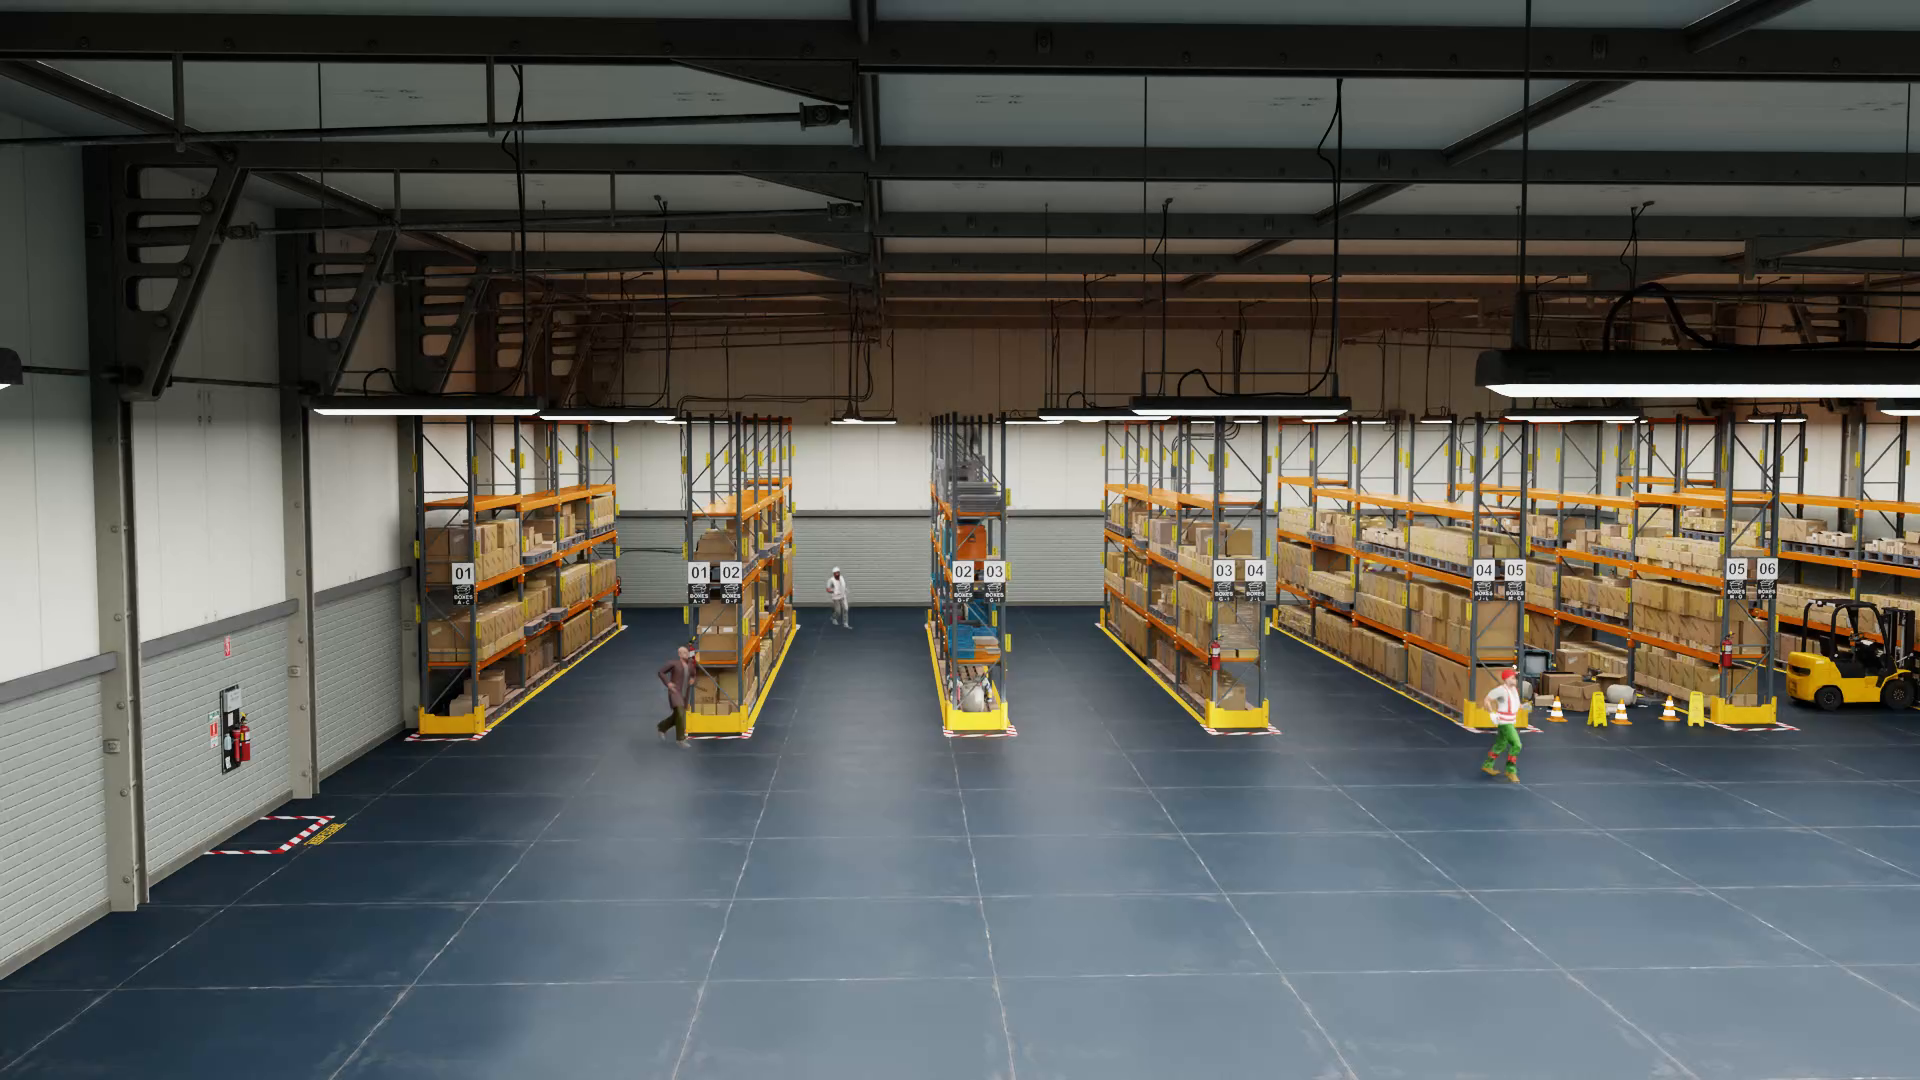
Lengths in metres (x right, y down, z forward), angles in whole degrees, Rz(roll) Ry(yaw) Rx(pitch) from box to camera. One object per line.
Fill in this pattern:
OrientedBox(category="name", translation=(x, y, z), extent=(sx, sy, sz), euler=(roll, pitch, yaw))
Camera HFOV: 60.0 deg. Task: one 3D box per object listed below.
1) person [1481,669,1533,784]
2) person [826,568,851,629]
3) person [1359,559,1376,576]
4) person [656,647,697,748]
OrientedBox(category="person", translation=(8.849, 2.997, 26.944), extent=(0.796, 1.835, 0.637), euler=(3, 5, 37))
OrientedBox(category="person", translation=(-3.494, 1.654, 47.205), extent=(0.729, 1.743, 0.832), euler=(-3, 5, -41))
OrientedBox(category="person", translation=(12.187, 1.444, 50.062), extent=(0.693, 1.794, 0.678), euler=(-1, 4, -18))
OrientedBox(category="person", translation=(-5.068, 2.813, 30.051), extent=(0.978, 1.776, 0.739), euler=(3, 5, 39))
